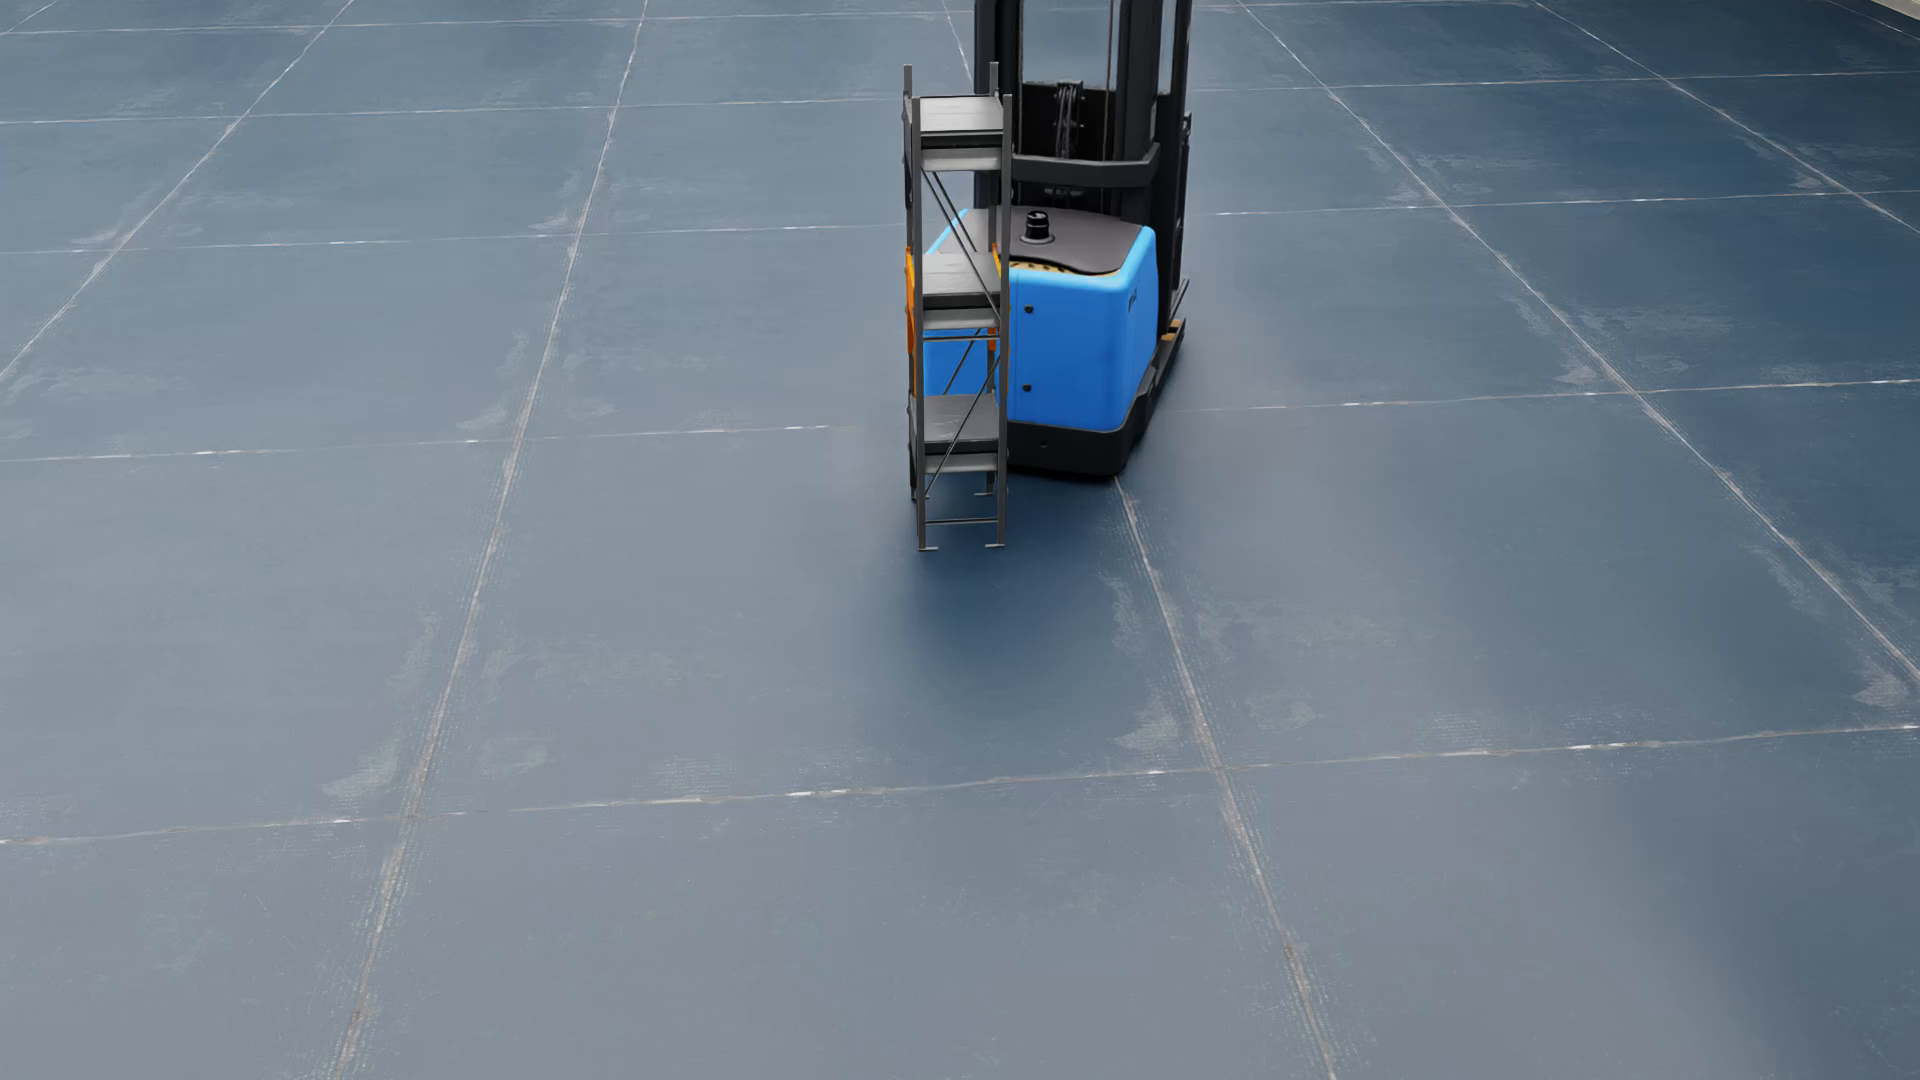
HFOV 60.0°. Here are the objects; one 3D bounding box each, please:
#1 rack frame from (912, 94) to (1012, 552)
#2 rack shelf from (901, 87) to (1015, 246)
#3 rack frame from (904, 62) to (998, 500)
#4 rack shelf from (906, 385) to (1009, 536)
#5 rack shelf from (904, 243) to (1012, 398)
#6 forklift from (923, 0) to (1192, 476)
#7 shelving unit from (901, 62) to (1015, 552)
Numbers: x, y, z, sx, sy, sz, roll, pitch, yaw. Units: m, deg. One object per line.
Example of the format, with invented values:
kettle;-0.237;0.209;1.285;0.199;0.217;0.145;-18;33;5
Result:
rack frame;0.007;-0.861;7.144;0.400;2.100;0.015;-3;31;-5
rack shelf;-0.015;-1.575;7.001;0.431;0.518;0.480;-3;31;-5
rack frame;-0.038;-1.111;7.562;0.400;2.100;0.015;-3;31;-5
rack shelf;-0.015;-0.373;7.719;0.431;0.518;0.480;-3;31;-5
rack shelf;-0.015;-0.974;7.360;0.431;0.518;0.480;-3;31;-5
forklift;0.676;-2.317;8.771;1.130;2.935;3.031;8;32;14
shelving unit;-0.015;-0.986;7.353;0.431;2.100;0.503;-3;31;-5
